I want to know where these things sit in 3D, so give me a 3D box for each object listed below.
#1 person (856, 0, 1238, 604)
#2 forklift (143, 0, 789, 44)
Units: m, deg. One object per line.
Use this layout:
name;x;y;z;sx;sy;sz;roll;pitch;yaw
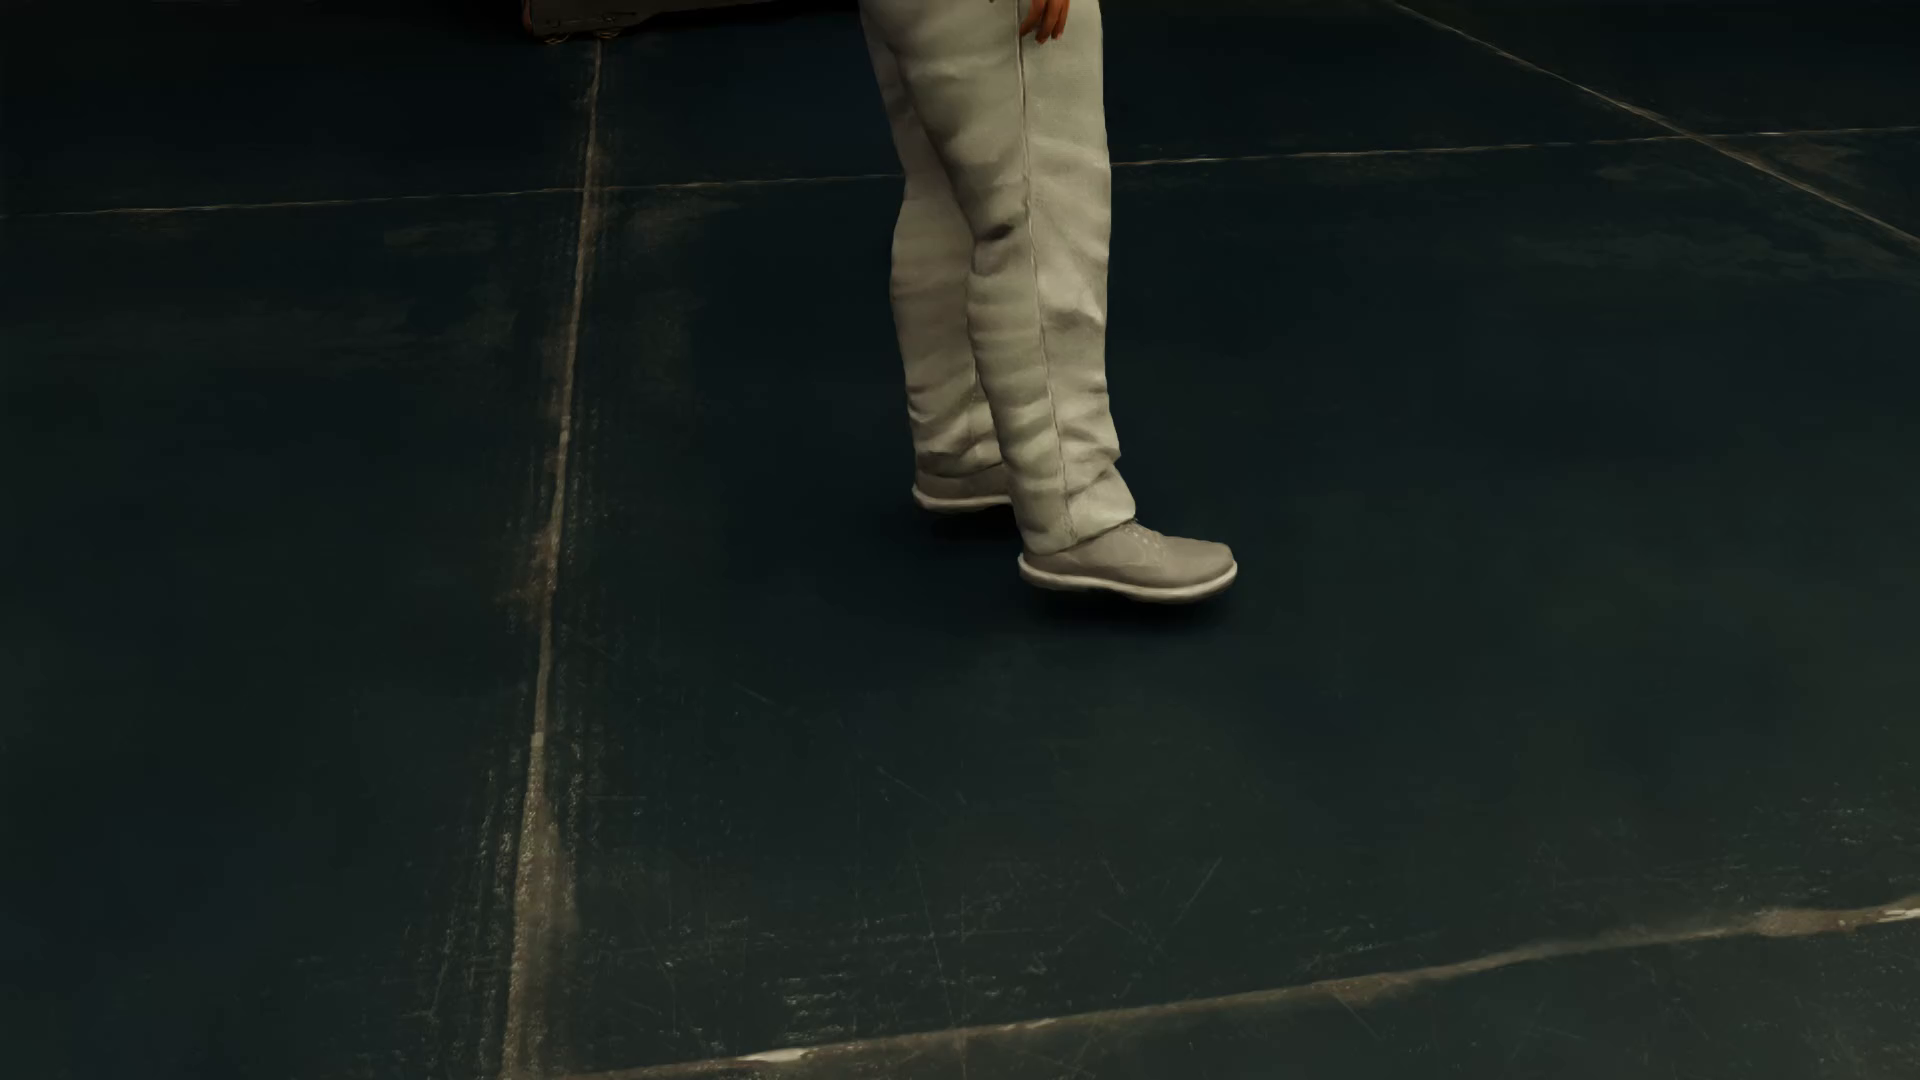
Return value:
person;0.079;-0.773;2.079;0.529;1.669;0.598;-5;28;-9
forklift;-1.414;-3.280;5.555;3.031;2.935;1.130;-15;31;-26
